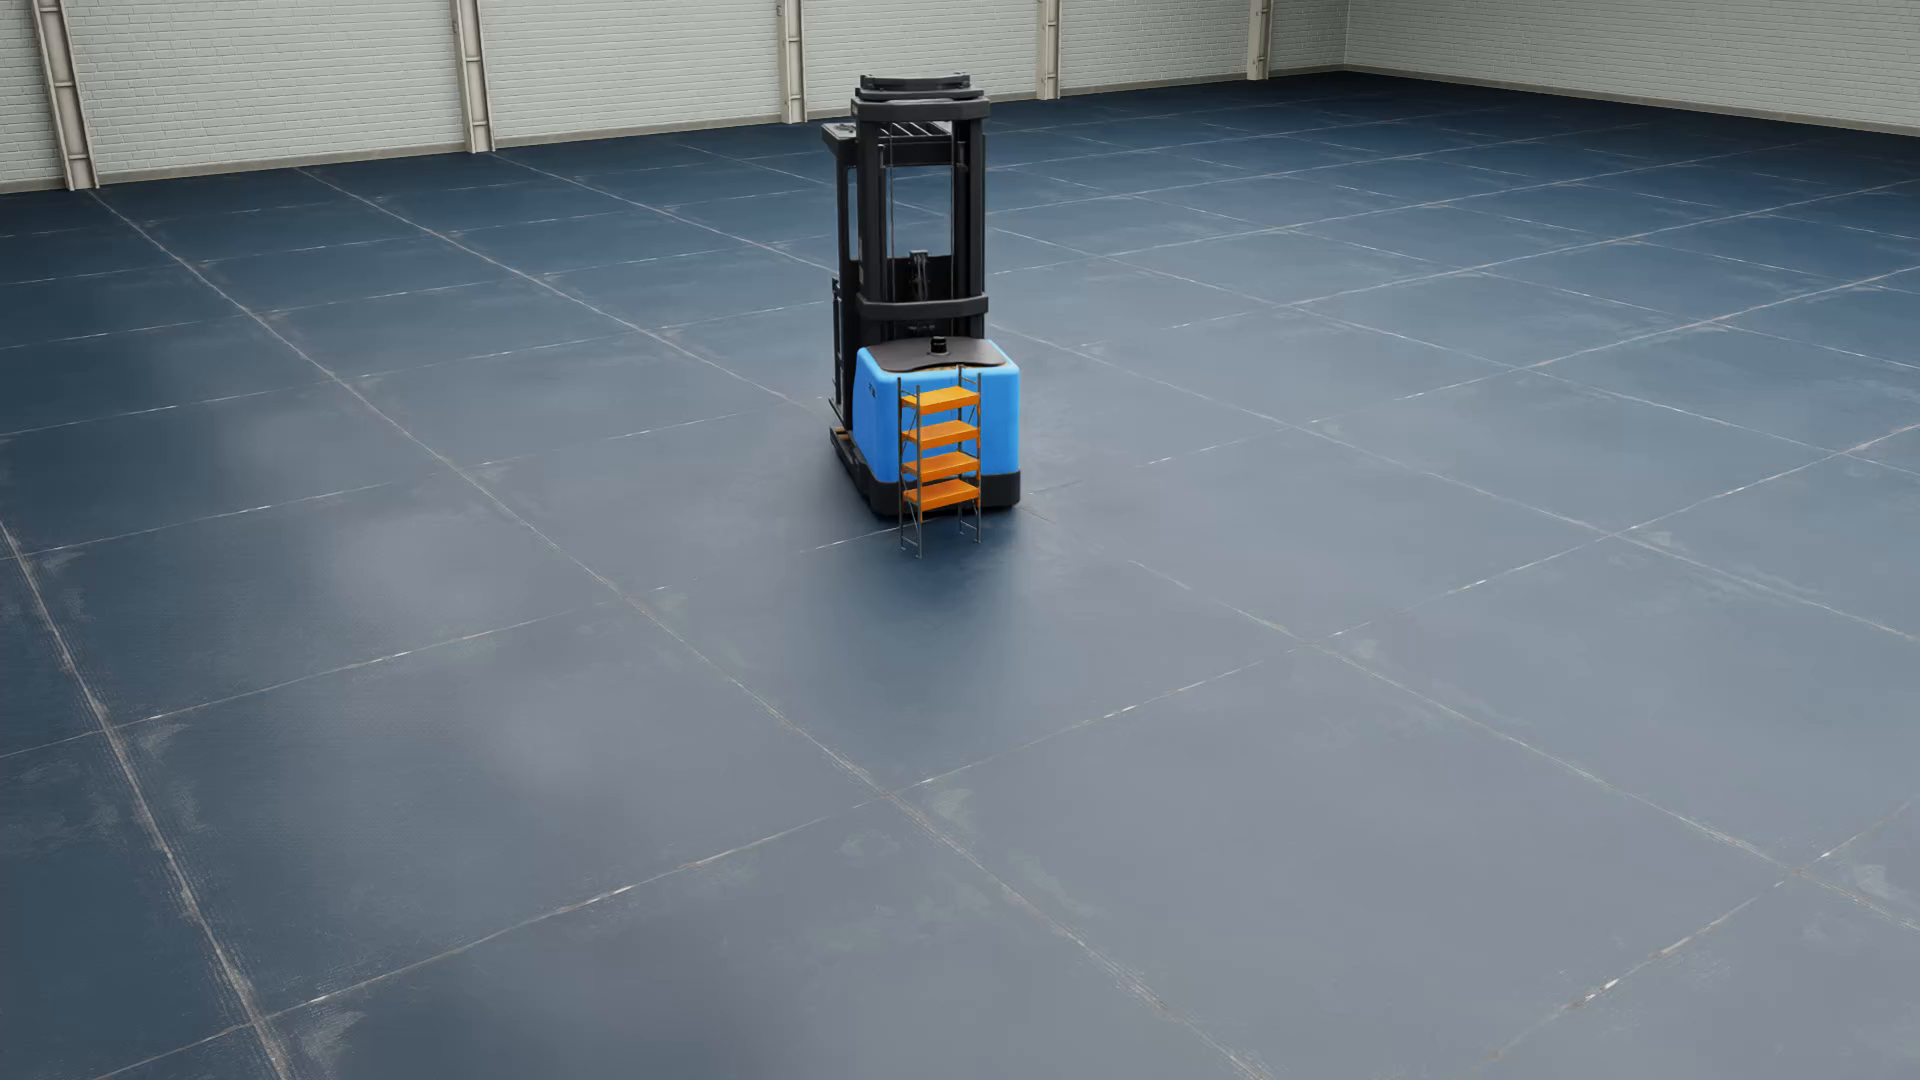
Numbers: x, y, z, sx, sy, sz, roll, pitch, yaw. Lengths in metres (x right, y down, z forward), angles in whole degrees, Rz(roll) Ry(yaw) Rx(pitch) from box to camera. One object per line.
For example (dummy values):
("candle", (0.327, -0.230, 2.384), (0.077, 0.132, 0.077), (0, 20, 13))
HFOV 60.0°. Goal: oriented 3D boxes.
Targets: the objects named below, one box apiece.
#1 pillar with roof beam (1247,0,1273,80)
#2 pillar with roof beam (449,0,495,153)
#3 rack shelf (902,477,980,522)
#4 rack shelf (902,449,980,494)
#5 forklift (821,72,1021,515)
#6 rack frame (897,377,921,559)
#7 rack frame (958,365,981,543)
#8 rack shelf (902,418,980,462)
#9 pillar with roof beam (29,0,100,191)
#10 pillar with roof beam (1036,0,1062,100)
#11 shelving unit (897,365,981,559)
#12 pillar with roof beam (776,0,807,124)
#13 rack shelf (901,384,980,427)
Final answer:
("pillar with roof beam", (9.182, -13.227, 32.403), (0.400, 9.000, 9.100), (-15, 26, -33))
("pillar with roof beam", (-5.430, -9.331, 22.639), (0.400, 9.000, 9.100), (-15, 26, -33))
("rack shelf", (-0.134, -0.275, 11.183), (0.480, 0.148, 0.258), (-15, 26, -33))
("rack shelf", (-0.134, -0.459, 11.109), (0.480, 0.148, 0.258), (-15, 26, -33))
("forklift", (-0.413, -2.051, 12.581), (1.130, 2.935, 3.031), (-5, 22, -13))
("rack frame", (-0.332, -0.469, 10.952), (0.015, 1.200, 0.240), (-15, 26, -33))
("rack frame", (0.064, -0.574, 11.217), (0.015, 1.200, 0.240), (-15, 26, -33))
("rack shelf", (-0.134, -0.667, 11.026), (0.480, 0.148, 0.258), (-15, 26, -33))
("pillar with roof beam", (-10.300, -8.033, 19.384), (0.400, 9.000, 9.100), (-15, 26, -33))
("pillar with roof beam", (4.311, -11.929, 29.148), (0.400, 9.000, 9.100), (-15, 26, -33))
("shelving unit", (-0.134, -0.521, 11.084), (0.503, 1.200, 0.258), (-15, 26, -33))
("pillar with roof beam", (-0.559, -10.630, 25.893), (0.400, 9.000, 9.100), (-15, 26, -33))
("rack shelf", (-0.134, -0.886, 10.939), (0.480, 0.148, 0.258), (-15, 26, -33))
